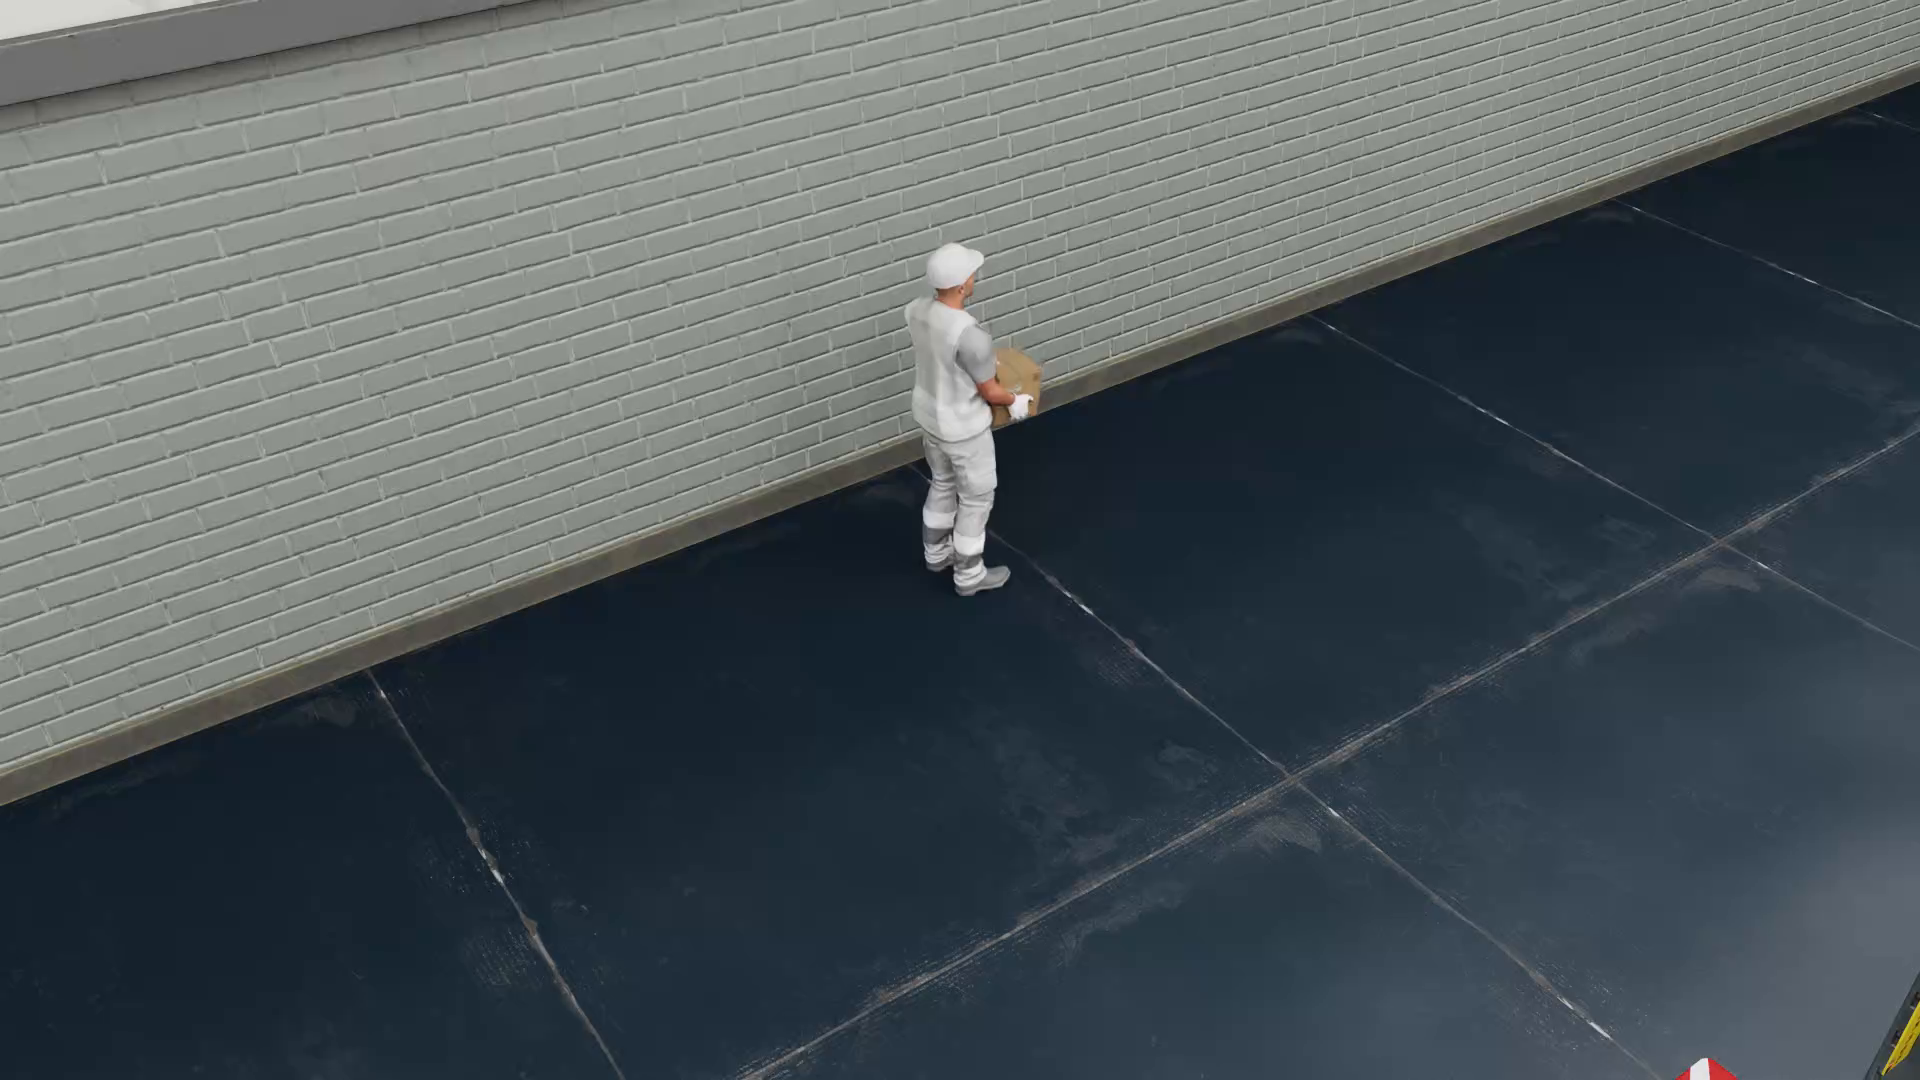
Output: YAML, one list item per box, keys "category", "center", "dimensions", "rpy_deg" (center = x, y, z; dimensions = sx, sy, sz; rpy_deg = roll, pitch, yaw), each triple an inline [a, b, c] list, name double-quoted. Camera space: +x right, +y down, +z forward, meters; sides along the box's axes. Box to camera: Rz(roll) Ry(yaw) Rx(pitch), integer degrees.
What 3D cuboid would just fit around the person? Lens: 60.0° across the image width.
- category: "person"
  center: [0.047, -0.587, 7.786]
  dimensions: [0.529, 1.794, 0.524]
  rpy_deg: [-23, 42, -28]
